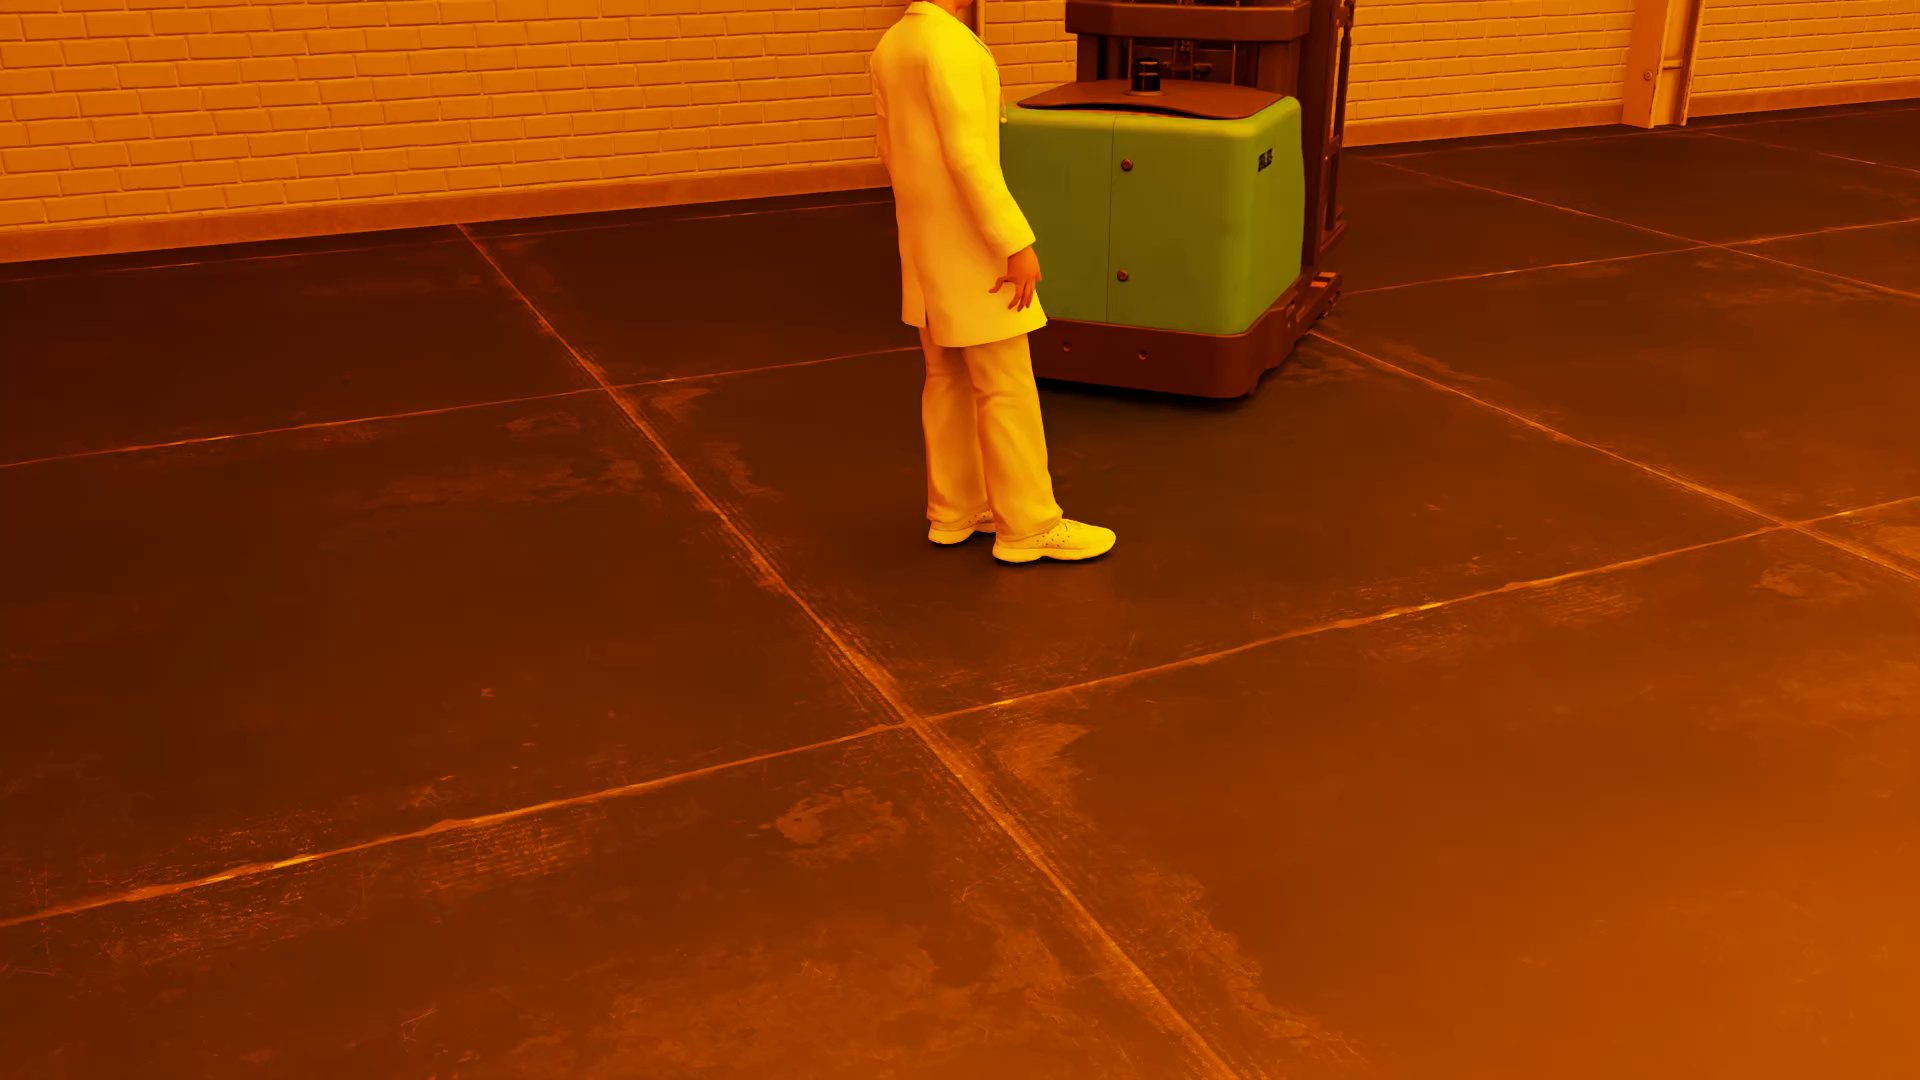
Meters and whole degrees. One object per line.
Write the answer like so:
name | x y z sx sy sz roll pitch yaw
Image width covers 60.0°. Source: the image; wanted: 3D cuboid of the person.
person | 0.085 -0.841 4.795 0.578 1.777 0.698 -10 25 -23

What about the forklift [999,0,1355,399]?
forklift | 1.128 -2.413 7.095 1.130 2.935 3.031 9 24 21
